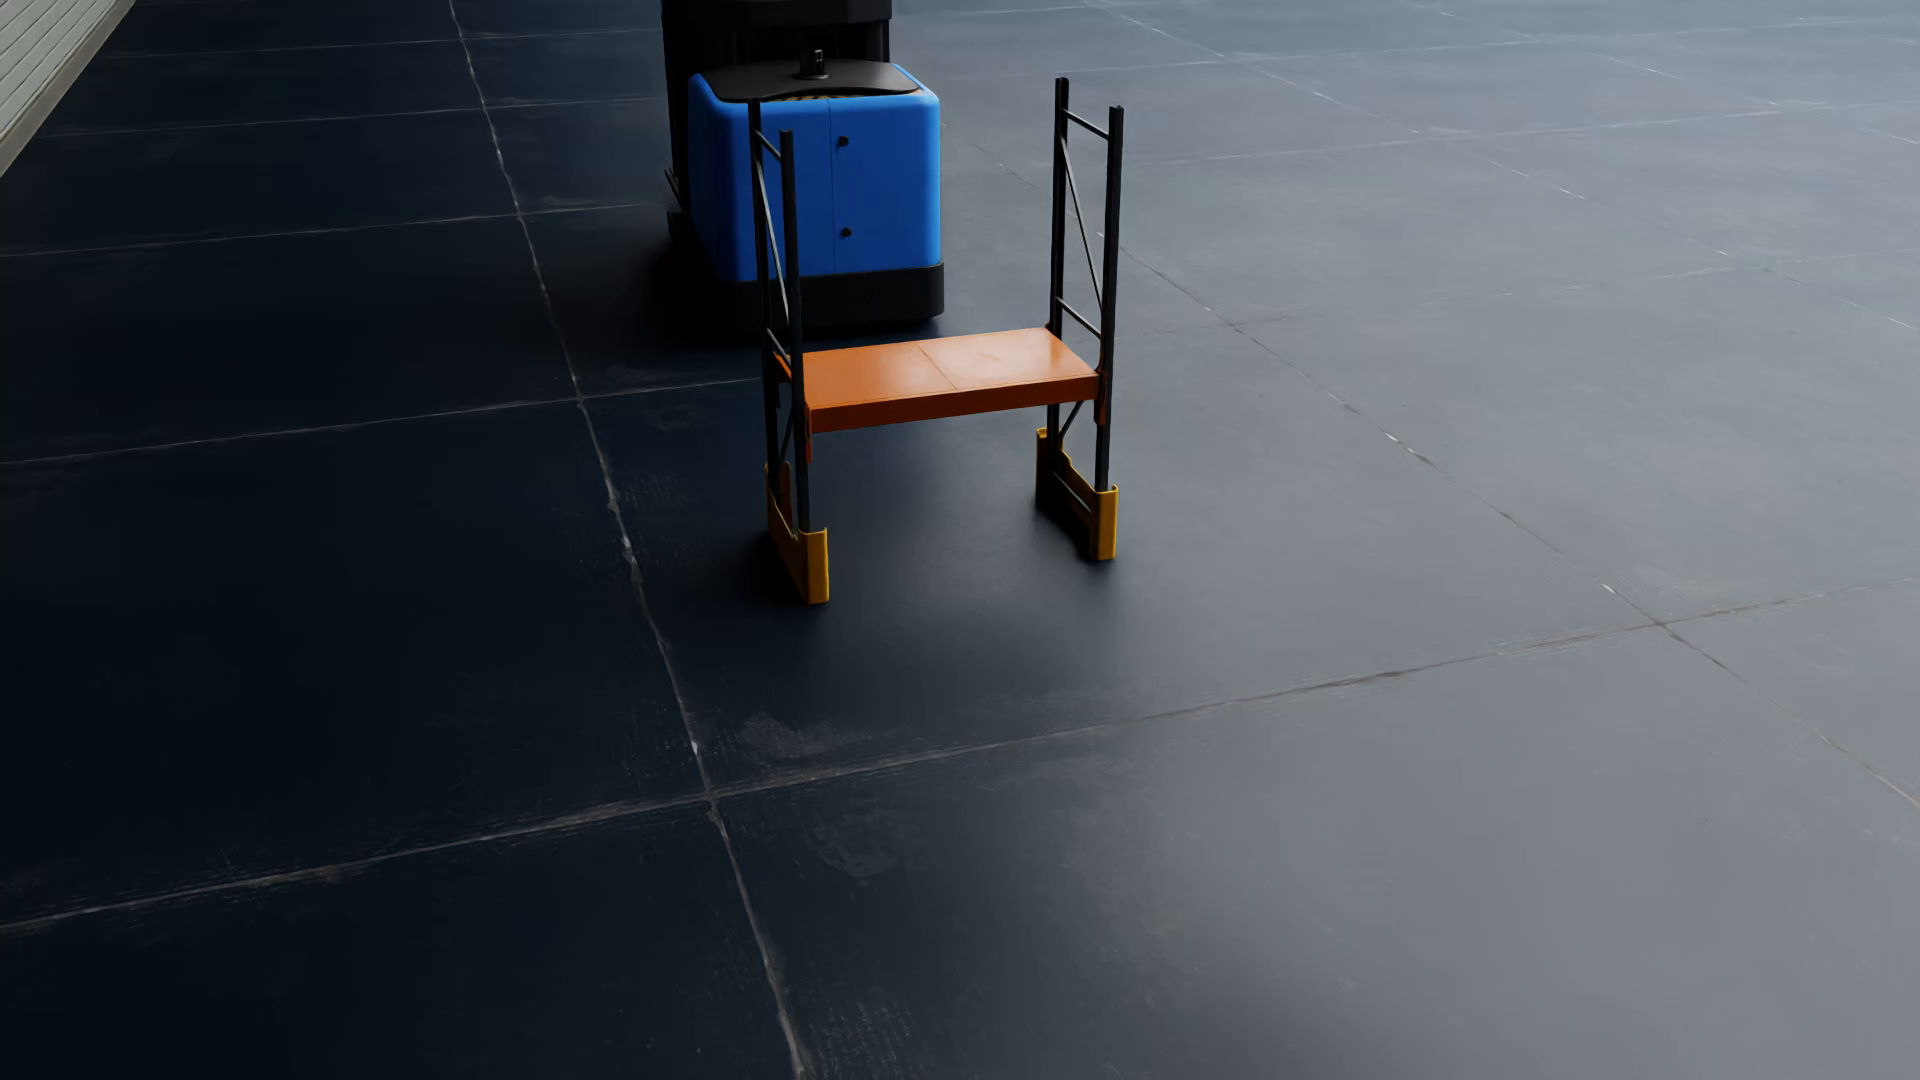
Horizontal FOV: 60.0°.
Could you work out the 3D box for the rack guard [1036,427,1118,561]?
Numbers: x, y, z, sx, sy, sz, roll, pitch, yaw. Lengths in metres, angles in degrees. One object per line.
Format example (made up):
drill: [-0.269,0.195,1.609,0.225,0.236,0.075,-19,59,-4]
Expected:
rack guard: [0.401,-0.170,5.811,0.087,0.250,0.587,-8,28,-16]

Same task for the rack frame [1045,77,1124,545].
rack frame: [0.402,-0.730,5.534,0.032,1.500,0.500,-8,28,-16]

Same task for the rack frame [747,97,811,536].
rack frame: [-0.564,-0.590,5.252,0.032,1.500,0.500,-8,28,-16]

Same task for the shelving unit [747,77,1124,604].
shelving unit: [-0.072,-0.661,5.395,1.083,1.500,0.587,-8,28,-16]

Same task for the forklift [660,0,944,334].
forklift: [-0.954,-2.871,8.236,1.130,2.935,3.031,-7,27,-14]

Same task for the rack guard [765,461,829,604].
rack guard: [-0.546,-0.033,5.535,0.087,0.250,0.587,-8,28,-16]

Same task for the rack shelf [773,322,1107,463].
rack shelf: [-0.081,-0.499,5.473,1.000,0.185,0.538,-8,28,-16]
